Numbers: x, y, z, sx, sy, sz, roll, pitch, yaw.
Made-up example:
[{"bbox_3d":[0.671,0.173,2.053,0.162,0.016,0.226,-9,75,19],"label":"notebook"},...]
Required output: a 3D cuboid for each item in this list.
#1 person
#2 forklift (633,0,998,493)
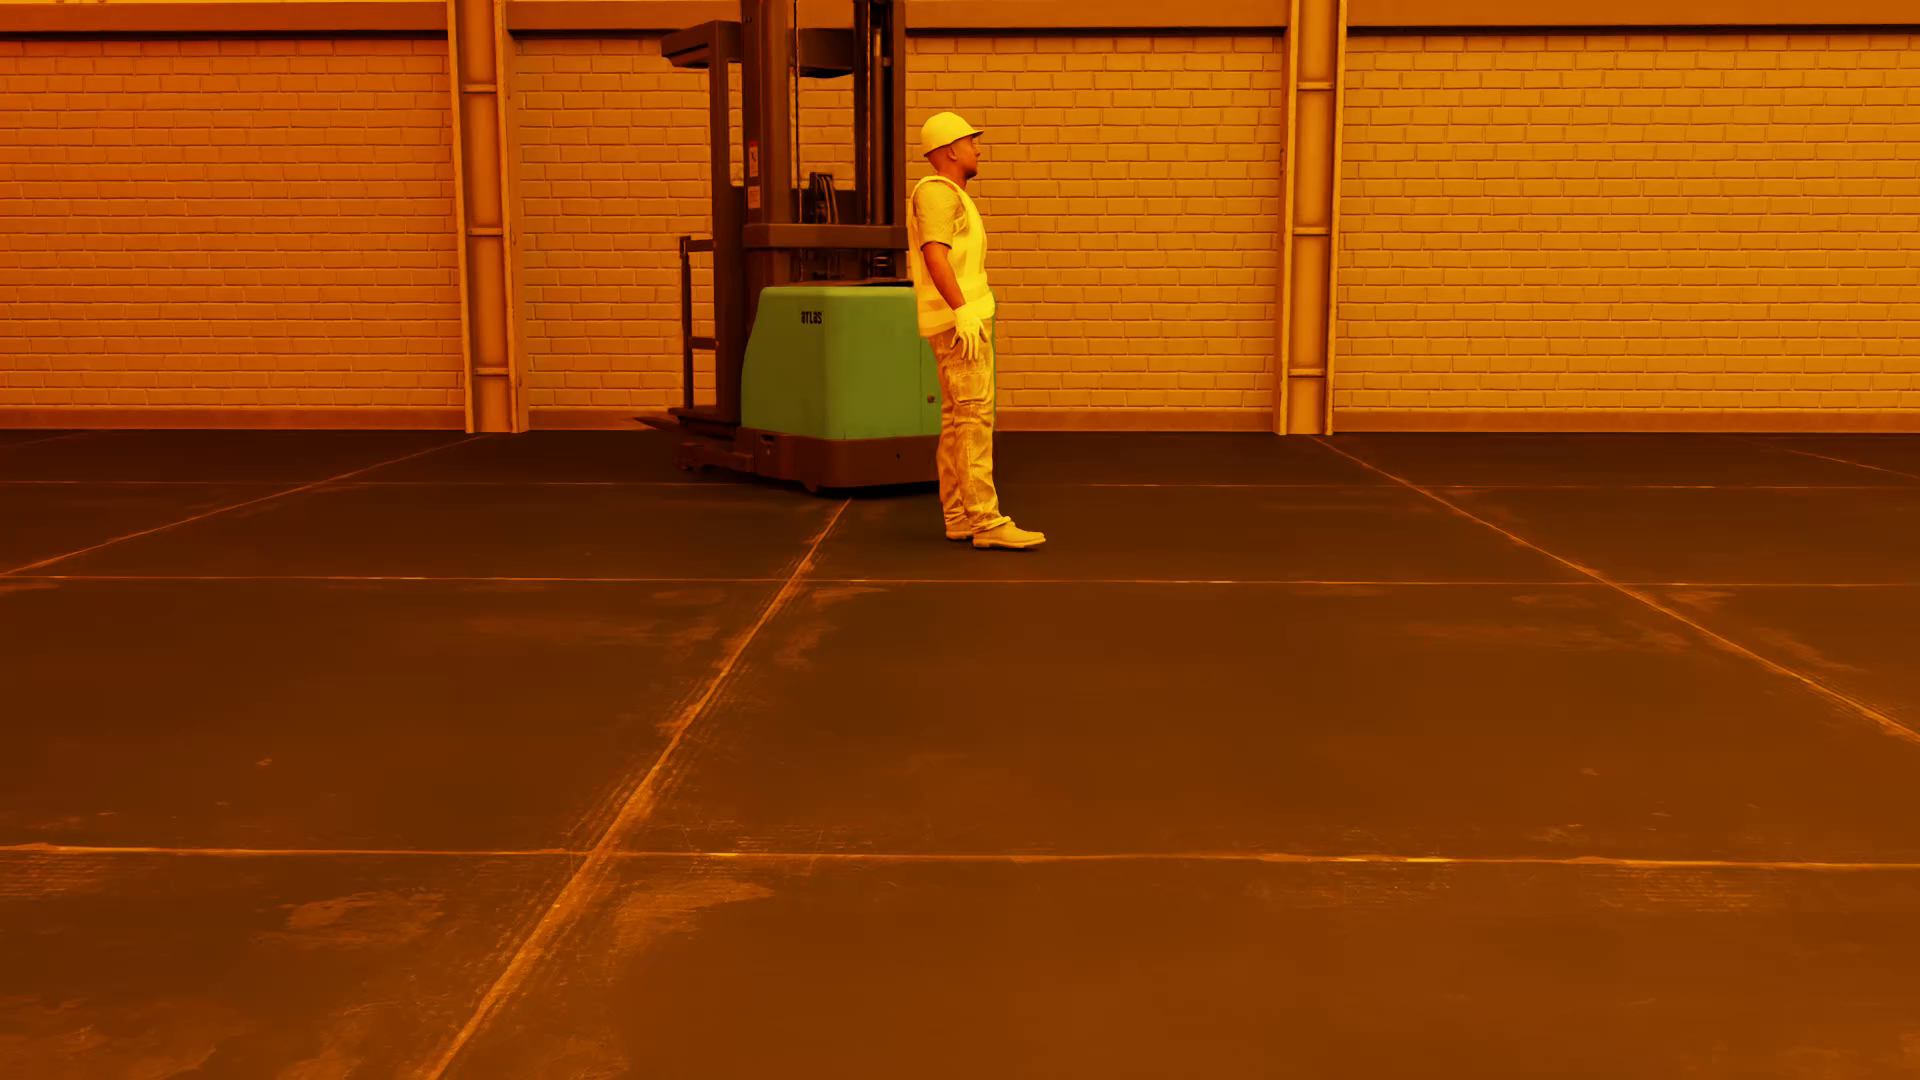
[{"bbox_3d":[0.071,-0.887,6.981,0.577,1.782,0.656,0,9,1],"label":"person"},{"bbox_3d":[-1.031,-1.868,9.653,1.130,2.935,3.031,-6,10,-33],"label":"forklift"}]
